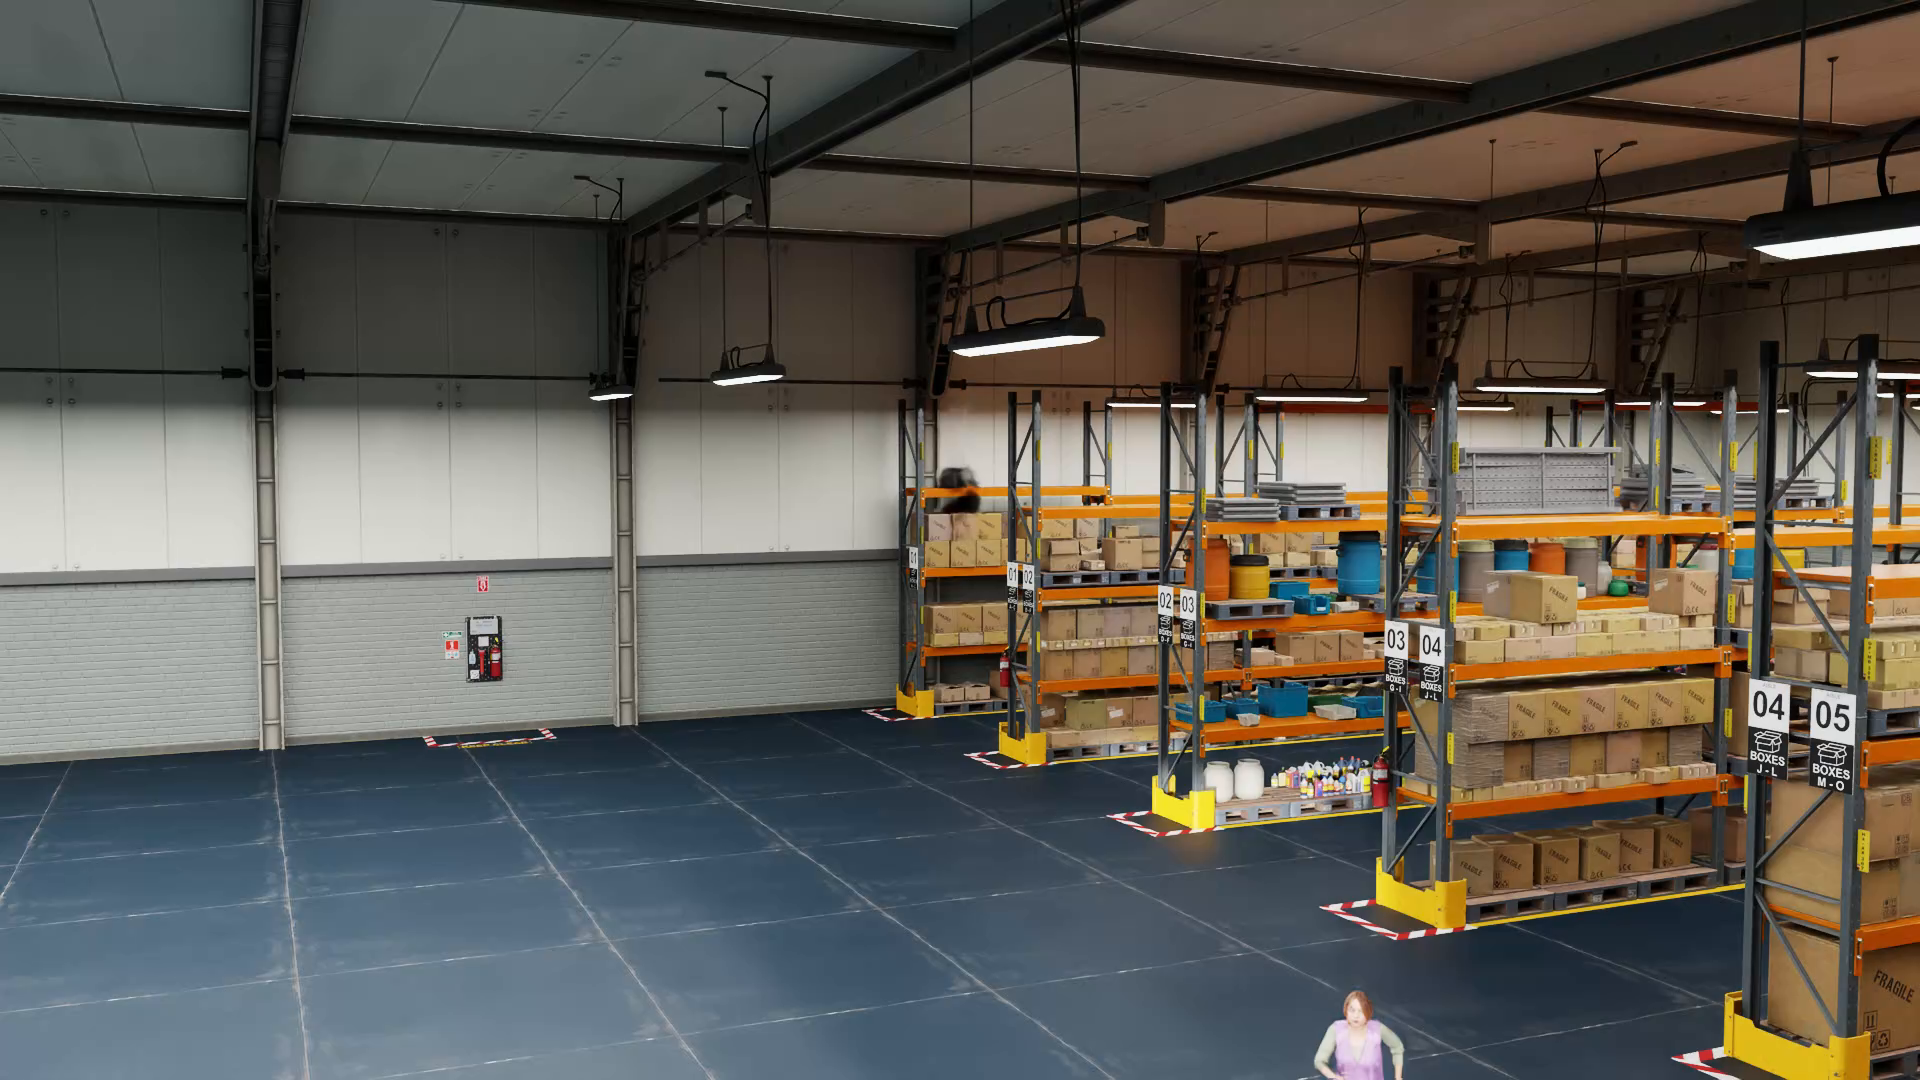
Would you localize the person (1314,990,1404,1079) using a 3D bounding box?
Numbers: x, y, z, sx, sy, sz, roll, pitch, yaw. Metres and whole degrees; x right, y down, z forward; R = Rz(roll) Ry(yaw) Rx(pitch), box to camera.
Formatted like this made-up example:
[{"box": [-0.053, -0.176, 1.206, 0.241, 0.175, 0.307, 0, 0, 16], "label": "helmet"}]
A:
[{"box": [2.624, 3.724, 10.960, 0.563, 1.610, 0.908, 1, 4, 19], "label": "person"}]
